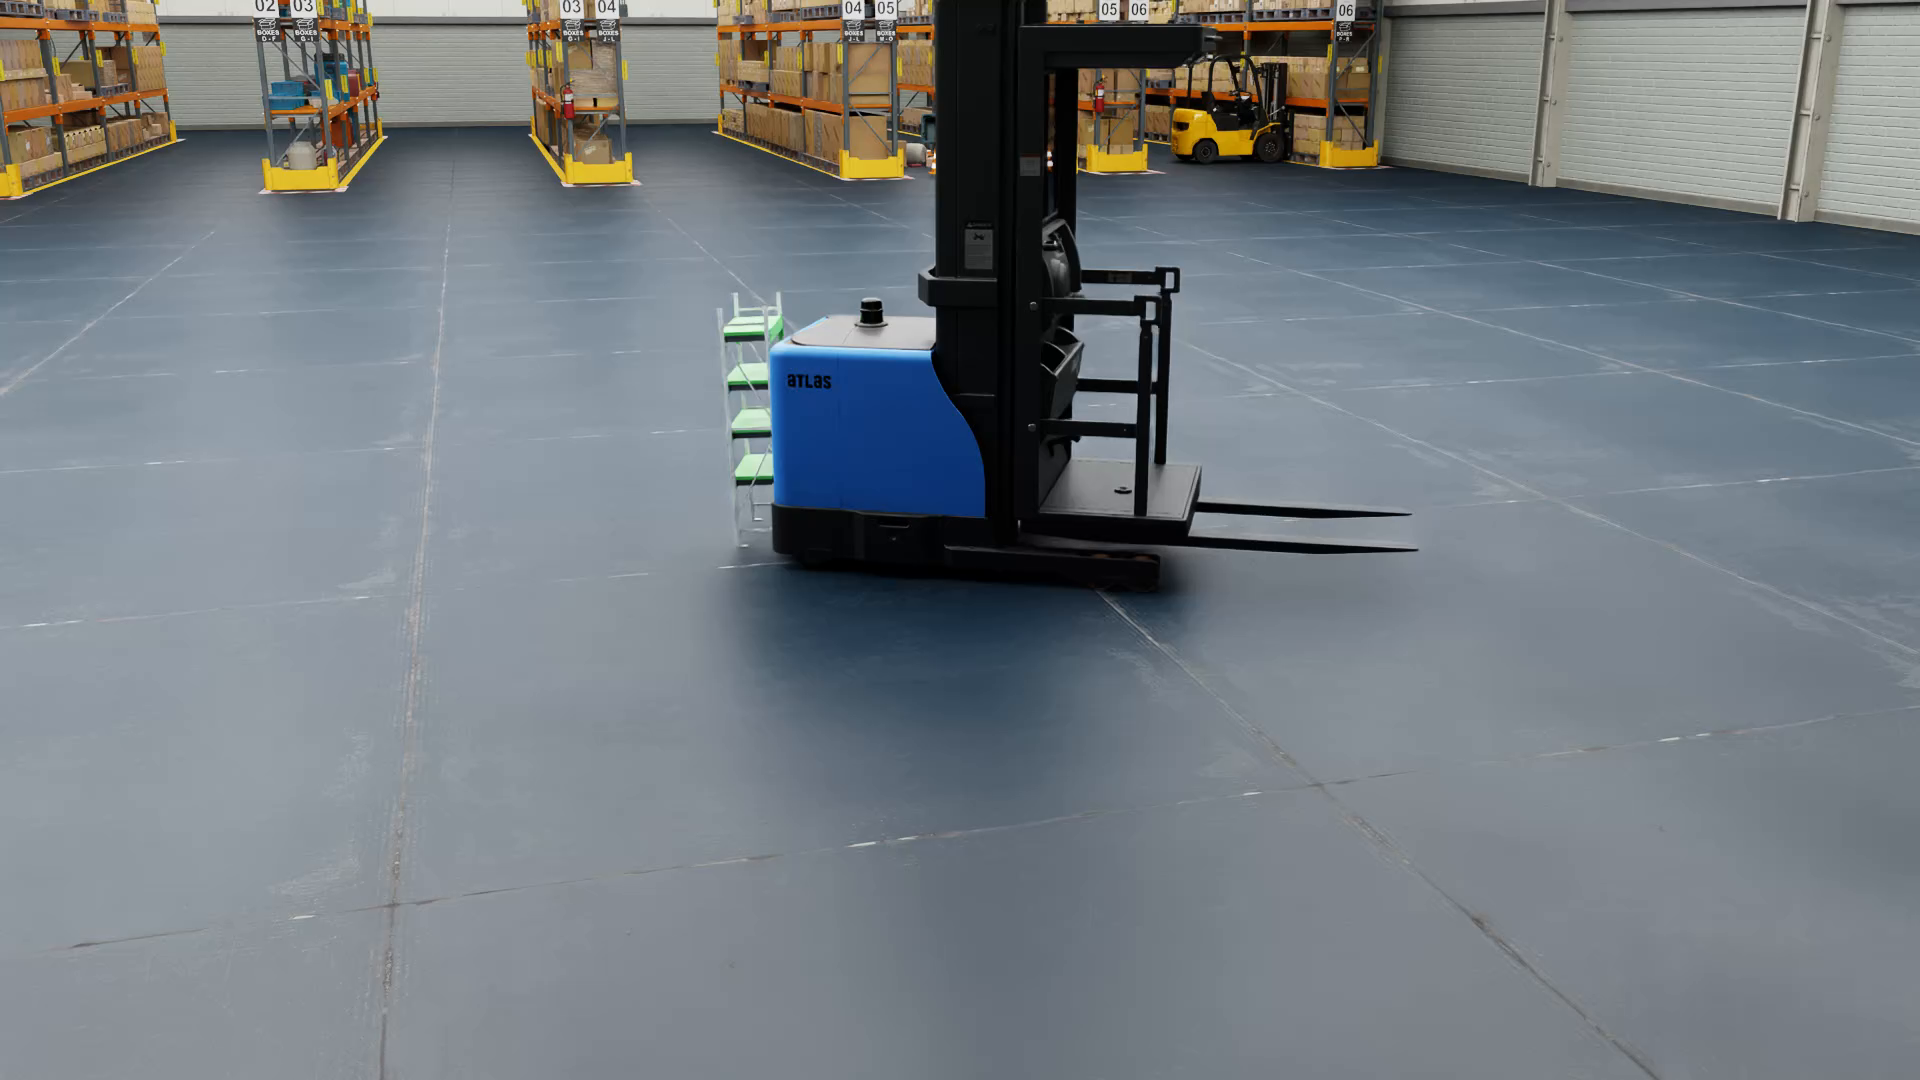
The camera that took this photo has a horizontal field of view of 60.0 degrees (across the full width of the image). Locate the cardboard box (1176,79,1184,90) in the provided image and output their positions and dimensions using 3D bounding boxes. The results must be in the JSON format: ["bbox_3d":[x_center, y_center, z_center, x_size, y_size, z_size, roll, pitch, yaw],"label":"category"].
[{"bbox_3d":[5.541,-11.016,40.172,0.500,0.250,0.500,-5,17,-15],"label":"cardboard box"}]

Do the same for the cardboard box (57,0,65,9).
[{"bbox_3d":[-17.686,-10.413,32.220,0.500,0.250,0.500,-5,17,-16],"label":"cardboard box"}]

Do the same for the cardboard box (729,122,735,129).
[{"bbox_3d":[-5.875,-10.943,43.895,0.380,0.149,0.250,-6,18,-18],"label":"cardboard box"}]

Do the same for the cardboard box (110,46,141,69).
[{"bbox_3d":[-19.130,-11.057,38.134,0.500,0.500,0.500,-4,17,-14],"label":"cardboard box"}]

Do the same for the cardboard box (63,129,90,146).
[{"bbox_3d":[-17.371,-7.876,32.534,0.500,0.311,0.500,-4,17,-14],"label":"cardboard box"}]

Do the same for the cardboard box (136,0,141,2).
[{"bbox_3d":[-19.917,-13.031,39.495,0.700,0.500,0.500,-5,17,-15],"label":"cardboard box"}]

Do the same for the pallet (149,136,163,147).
[{"bbox_3d":[-19.798,-9.570,39.944,1.003,0.211,1.213,-5,17,-15],"label":"pallet"}]

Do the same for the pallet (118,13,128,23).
[{"bbox_3d":[-19.160,-11.538,36.761,1.213,0.211,1.003,-5,17,-15],"label":"pallet"}]

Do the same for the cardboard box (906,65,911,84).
[{"bbox_3d":[-1.172,-12.662,45.217,0.500,0.500,0.500,-5,17,-16],"label":"cardboard box"}]

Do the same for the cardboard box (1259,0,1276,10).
[{"bbox_3d":[6.747,-11.517,35.616,0.500,0.311,0.500,-4,17,-14],"label":"cardboard box"}]

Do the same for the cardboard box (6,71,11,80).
[{"bbox_3d":[-16.084,-7.754,27.750,0.380,0.149,0.250,-5,17,-16],"label":"cardboard box"}]

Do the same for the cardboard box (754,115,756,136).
[{"bbox_3d":[-4.697,-10.012,40.184,0.500,0.500,0.500,-4,17,-14],"label":"cardboard box"}]

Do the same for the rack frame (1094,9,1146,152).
[{"bbox_3d":[3.081,-8.624,31.947,1.000,3.000,0.127,-5,17,-15],"label":"rack frame"}]

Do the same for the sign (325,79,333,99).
[{"bbox_3d":[-10.680,-7.623,28.136,0.100,0.325,0.005,-5,17,-15],"label":"sign"}]

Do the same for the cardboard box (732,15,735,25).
[{"bbox_3d":[-5.469,-13.142,42.035,0.500,0.250,0.500,-5,17,-15],"label":"cardboard box"}]

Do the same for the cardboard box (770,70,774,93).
[{"bbox_3d":[-3.986,-10.319,37.419,0.500,0.500,0.500,-5,17,-15],"label":"cardboard box"}]

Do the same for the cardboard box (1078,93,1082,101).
[{"bbox_3d":[2.546,-8.724,32.717,0.380,0.149,0.250,-5,17,-16],"label":"cardboard box"}]

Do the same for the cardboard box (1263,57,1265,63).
[{"bbox_3d":[6.793,-10.378,35.968,0.380,0.149,0.250,-5,17,-16],"label":"cardboard box"}]

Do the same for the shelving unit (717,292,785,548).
[{"bbox_3d":[-1.015,-0.613,8.388,0.258,1.200,0.503,-2,17,2],"label":"shelving unit"}]

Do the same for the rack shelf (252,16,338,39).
[{"bbox_3d":[-11.760,-9.094,29.548,1.077,0.370,4.000,-5,17,-15],"label":"rack shelf"}]

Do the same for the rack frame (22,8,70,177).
[{"bbox_3d":[-17.073,-8.164,30.418,1.000,3.000,0.127,-5,17,-15],"label":"rack frame"}]

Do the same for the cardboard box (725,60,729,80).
[{"bbox_3d":[-5.896,-12.392,43.800,0.500,0.500,0.500,-4,17,-15],"label":"cardboard box"}]

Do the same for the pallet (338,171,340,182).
[{"bbox_3d":[-11.494,-6.355,29.243,1.003,0.211,1.213,-5,17,-15],"label":"pallet"}]

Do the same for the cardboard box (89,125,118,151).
[{"bbox_3d":[-18.022,-8.433,34.892,0.500,0.500,0.500,-4,17,-13],"label":"cardboard box"}]

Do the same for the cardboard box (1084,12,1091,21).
[{"bbox_3d":[2.614,-10.083,32.027,0.380,0.149,0.250,-5,17,-15],"label":"cardboard box"}]

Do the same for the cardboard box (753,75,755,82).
[{"bbox_3d":[-4.630,-10.807,38.923,0.380,0.149,0.250,-5,17,-16],"label":"cardboard box"}]

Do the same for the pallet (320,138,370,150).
[{"bbox_3d":[-14.336,-9.216,38.765,1.003,0.211,1.213,-5,17,-15],"label":"pallet"}]

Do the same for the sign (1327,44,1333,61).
[{"bbox_3d":[7.327,-9.646,32.926,0.100,0.325,0.005,-5,17,-15],"label":"sign"}]

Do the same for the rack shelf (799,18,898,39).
[{"bbox_3d":[-2.201,-9.850,32.064,1.077,0.370,4.000,-5,17,-15],"label":"rack shelf"}]

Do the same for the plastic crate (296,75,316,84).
[{"bbox_3d":[-13.259,-9.221,33.824,0.402,0.464,0.583,-5,17,-15],"label":"plastic crate"}]

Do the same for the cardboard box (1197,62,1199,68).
[{"bbox_3d":[5.810,-11.196,39.208,0.380,0.149,0.250,-5,17,-15],"label":"cardboard box"}]

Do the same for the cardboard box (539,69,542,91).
[{"bbox_3d":[-9.583,-10.783,38.961,0.500,0.500,0.500,-5,17,-17],"label":"cardboard box"}]

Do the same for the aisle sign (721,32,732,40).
[{"bbox_3d":[-6.356,-13.872,44.899,0.394,0.787,0.004,-5,17,-15],"label":"aisle sign"}]

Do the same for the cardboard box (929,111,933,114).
[{"bbox_3d":[-0.286,-11.099,43.911,0.875,0.438,0.875,-5,17,-16],"label":"cardboard box"}]

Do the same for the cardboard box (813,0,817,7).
[{"bbox_3d":[-2.625,-10.396,32.167,0.380,0.149,0.250,-5,17,-15],"label":"cardboard box"}]

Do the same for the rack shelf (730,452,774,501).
[{"bbox_3d":[-1.003,-0.322,8.475,0.258,0.148,0.480,-2,17,2],"label":"rack shelf"}]

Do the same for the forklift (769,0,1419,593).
[{"bbox_3d":[0.664,-1.328,7.779,3.031,2.935,1.130,3,17,11],"label":"forklift"}]

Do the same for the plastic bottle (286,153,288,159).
[{"bbox_3d":[-12.179,-6.900,30.178,0.152,0.276,0.135,-5,17,-15],"label":"plastic bottle"}]

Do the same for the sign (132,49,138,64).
[{"bbox_3d":[-18.739,-10.977,37.767,0.100,0.325,0.005,-5,17,-15],"label":"sign"}]

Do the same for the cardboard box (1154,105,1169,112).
[{"bbox_3d":[5.111,-10.887,41.970,0.380,0.149,0.250,-4,17,-14],"label":"cardboard box"}]

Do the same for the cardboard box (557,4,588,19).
[{"bbox_3d":[-6.824,-9.318,29.305,0.500,0.250,0.500,-4,17,-14],"label":"cardboard box"}]

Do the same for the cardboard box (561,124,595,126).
[{"bbox_3d":[-8.116,-8.574,35.362,0.700,0.500,0.500,-3,17,-11],"label":"cardboard box"}]

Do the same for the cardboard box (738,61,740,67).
[{"bbox_3d":[-5.283,-11.744,41.007,0.380,0.149,0.250,-4,17,-12],"label":"cardboard box"}]

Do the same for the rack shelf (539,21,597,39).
[{"bbox_3d":[-8.097,-10.592,34.535,1.077,0.370,4.000,-5,17,-15],"label":"rack shelf"}]

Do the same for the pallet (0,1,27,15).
[{"bbox_3d":[-16.482,-8.988,28.099,1.003,0.211,1.213,-5,17,-15],"label":"pallet"}]

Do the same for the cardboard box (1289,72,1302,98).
[{"bbox_3d":[7.190,-9.466,34.578,0.500,0.500,0.500,-5,17,-16],"label":"cardboard box"}]

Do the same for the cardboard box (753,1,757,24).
[{"bbox_3d":[-4.534,-12.315,38.849,0.500,0.500,0.500,-5,17,-15],"label":"cardboard box"}]

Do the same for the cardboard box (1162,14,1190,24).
[{"bbox_3d":[5.279,-12.717,40.622,0.500,0.250,0.500,-5,18,-17],"label":"cardboard box"}]

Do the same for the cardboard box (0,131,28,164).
[{"bbox_3d":[-16.046,-6.605,27.974,0.500,0.500,0.500,-5,17,-15],"label":"cardboard box"}]

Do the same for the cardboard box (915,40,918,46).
[{"bbox_3d":[-0.980,-13.266,44.361,0.380,0.149,0.250,-5,17,-15],"label":"cardboard box"}]

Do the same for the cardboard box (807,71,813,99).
[{"bbox_3d":[-2.637,-9.281,33.876,0.875,0.550,0.550,-5,17,-15],"label":"cardboard box"}]

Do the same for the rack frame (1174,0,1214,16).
[{"bbox_3d":[5.654,-14.103,39.760,1.000,3.000,0.127,-5,17,-15],"label":"rack frame"}]

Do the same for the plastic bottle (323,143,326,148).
[{"bbox_3d":[-11.994,-7.330,31.481,0.144,0.351,0.185,-5,17,-15],"label":"plastic bottle"}]
